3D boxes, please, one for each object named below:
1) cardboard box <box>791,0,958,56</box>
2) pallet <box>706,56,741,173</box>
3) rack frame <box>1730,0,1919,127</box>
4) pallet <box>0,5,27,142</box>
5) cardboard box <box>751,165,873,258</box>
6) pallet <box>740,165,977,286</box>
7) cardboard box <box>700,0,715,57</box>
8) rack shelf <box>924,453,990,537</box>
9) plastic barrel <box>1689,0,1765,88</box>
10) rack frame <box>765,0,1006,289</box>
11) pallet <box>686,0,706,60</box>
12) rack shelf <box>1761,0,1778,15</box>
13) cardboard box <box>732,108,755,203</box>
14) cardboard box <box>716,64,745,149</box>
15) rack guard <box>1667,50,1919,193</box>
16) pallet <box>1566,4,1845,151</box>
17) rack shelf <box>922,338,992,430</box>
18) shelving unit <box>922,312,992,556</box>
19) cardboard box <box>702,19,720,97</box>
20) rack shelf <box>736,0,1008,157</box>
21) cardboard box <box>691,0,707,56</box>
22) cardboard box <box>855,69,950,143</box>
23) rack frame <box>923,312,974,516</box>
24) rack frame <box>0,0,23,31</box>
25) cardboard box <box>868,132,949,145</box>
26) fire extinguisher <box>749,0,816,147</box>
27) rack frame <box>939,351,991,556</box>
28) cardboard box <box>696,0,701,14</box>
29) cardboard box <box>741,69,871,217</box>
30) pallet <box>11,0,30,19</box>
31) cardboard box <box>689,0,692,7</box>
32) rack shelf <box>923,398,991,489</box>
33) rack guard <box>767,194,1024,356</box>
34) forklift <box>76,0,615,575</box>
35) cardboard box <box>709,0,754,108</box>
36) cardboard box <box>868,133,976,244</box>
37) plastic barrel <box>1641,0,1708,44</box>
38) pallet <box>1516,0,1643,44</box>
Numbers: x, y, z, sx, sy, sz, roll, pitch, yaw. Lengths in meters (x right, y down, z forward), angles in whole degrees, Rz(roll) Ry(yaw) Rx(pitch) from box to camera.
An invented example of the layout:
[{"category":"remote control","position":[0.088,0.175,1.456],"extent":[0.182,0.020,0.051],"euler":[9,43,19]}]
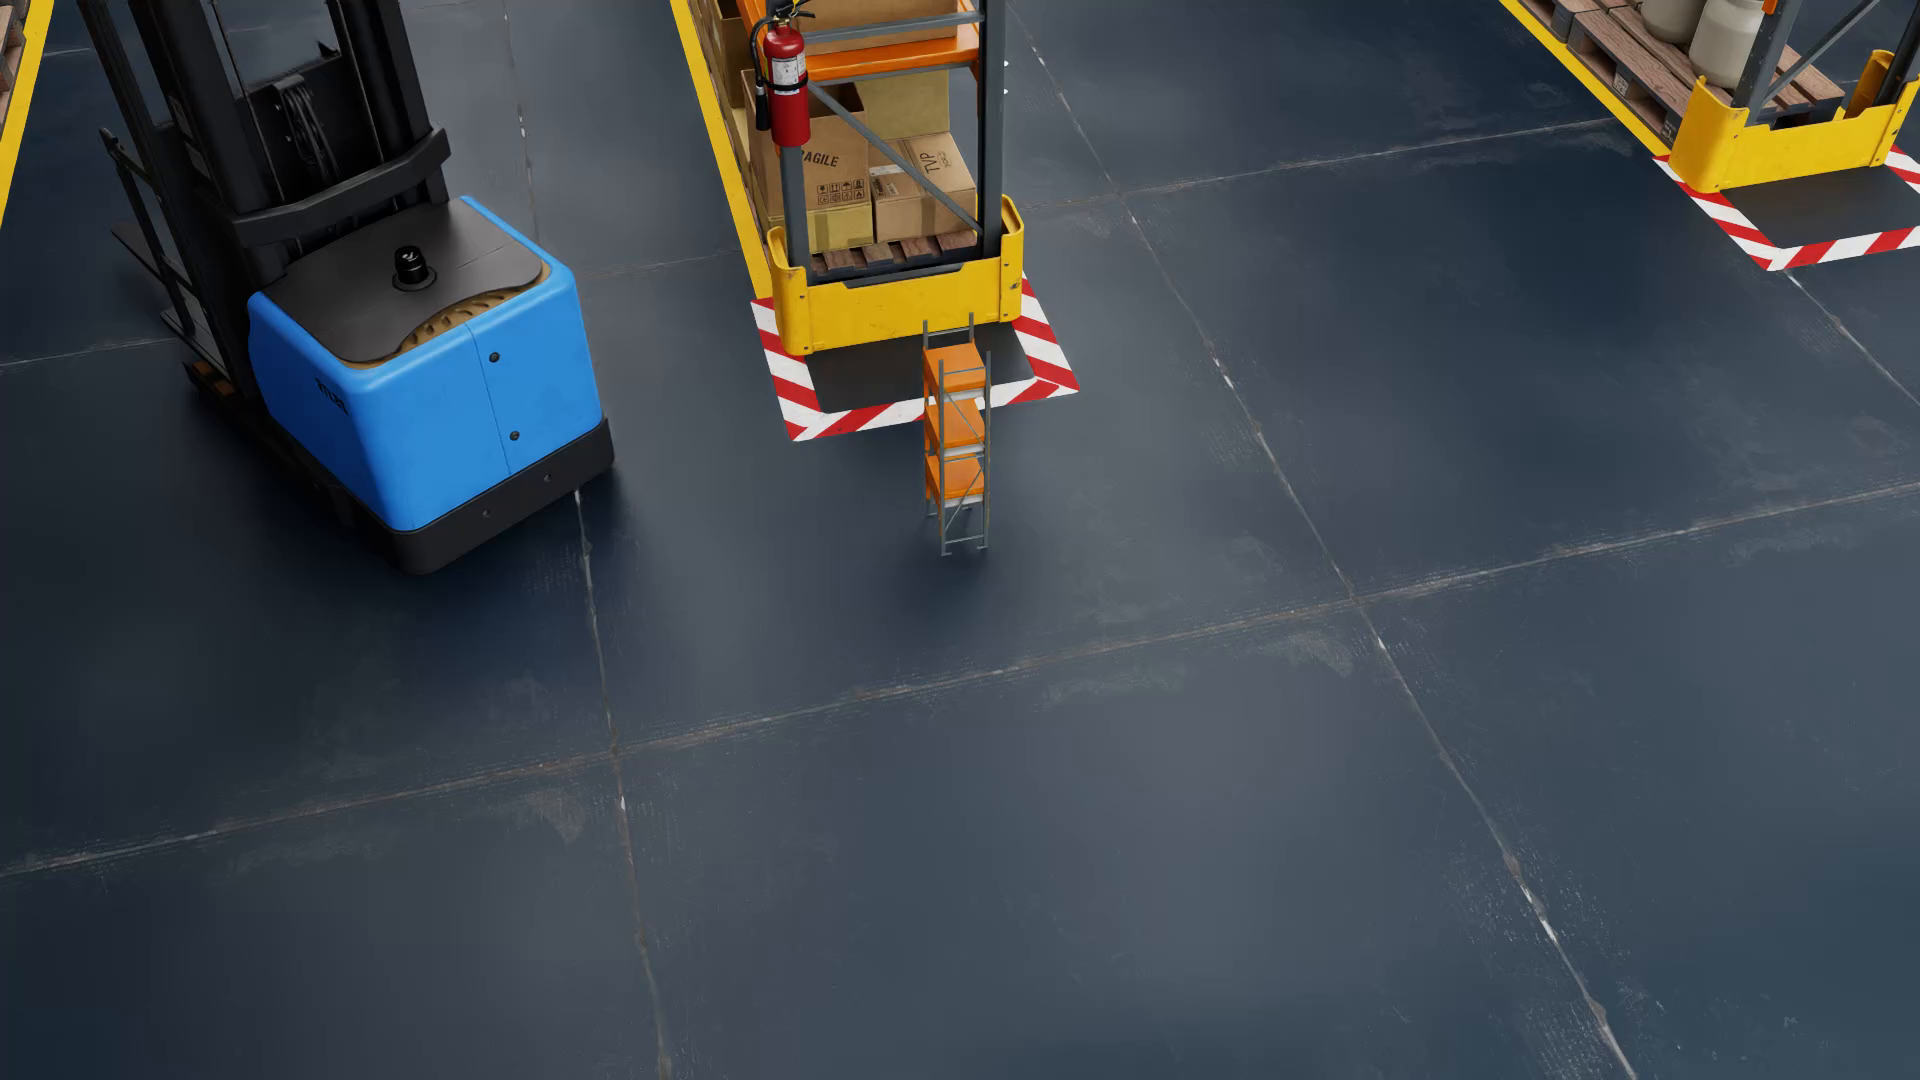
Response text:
[{"category":"cardboard box","position":[-0.411,-2.511,7.291],"extent":[0.700,0.500,0.500],"euler":[-11,47,-10]},{"category":"pallet","position":[-0.849,-2.536,9.339],"extent":[1.003,0.211,1.213],"euler":[-11,47,-10]},{"category":"rack frame","position":[4.486,-3.054,7.894],"extent":[1.000,3.000,0.127],"euler":[-11,47,-10]},{"category":"pallet","position":[-5.909,-2.571,9.373],"extent":[1.003,0.211,1.213],"euler":[-11,47,-10]},{"category":"cardboard box","position":[-0.727,-1.652,8.151],"extent":[0.500,0.250,0.500],"euler":[-11,47,-10]},{"category":"pallet","position":[-0.540,-1.696,8.515],"extent":[1.003,0.211,1.213],"euler":[-11,47,-10]},{"category":"cardboard box","position":[-1.126,-2.947,8.895],"extent":[0.500,0.500,0.500],"euler":[-11,47,-10]},{"category":"rack shelf","position":[-0.014,-0.202,6.868],"extent":[0.215,0.259,0.240],"euler":[-11,47,-10]},{"category":"plastic barrel","position":[4.243,-2.771,9.064],"extent":[0.421,0.512,0.421],"euler":[0,46,0]},{"category":"rack frame","position":[-0.304,-2.151,7.009],"extent":[1.000,3.000,0.127],"euler":[-11,47,-10]},{"category":"pallet","position":[-1.165,-3.380,10.166],"extent":[1.003,0.211,1.213],"euler":[-11,47,-10]},{"category":"rack shelf","position":[3.974,-4.183,9.504],"extent":[1.077,0.370,4.000],"euler":[-11,47,-10]},{"category":"cardboard box","position":[-0.866,-1.995,8.487],"extent":[0.500,0.250,0.500],"euler":[-11,47,-10]},{"category":"cardboard box","position":[-0.996,-2.340,8.825],"extent":[0.500,0.250,0.500],"euler":[-11,47,-10]},{"category":"rack guard","position":[4.421,-2.223,8.830],"extent":[1.175,0.500,0.348],"euler":[-11,47,-10]},{"category":"pallet","position":[4.218,-2.684,9.483],"extent":[1.003,0.211,1.213],"euler":[-11,47,-10]},{"category":"rack shelf","position":[-0.014,-0.596,6.467],"extent":[0.215,0.259,0.240],"euler":[-11,47,-10]},{"category":"shelving unit","position":[-0.014,-0.404,6.662],"extent":[0.215,1.050,0.252],"euler":[-11,47,-10]},{"category":"cardboard box","position":[-1.122,-2.686,9.164],"extent":[0.500,0.250,0.500],"euler":[-11,47,-10]},{"category":"rack shelf","position":[-0.816,-3.280,8.619],"extent":[1.077,0.370,4.000],"euler":[-11,47,-10]},{"category":"cardboard box","position":[-1.256,-3.030,9.501],"extent":[0.500,0.250,0.500],"euler":[-11,47,-10]},{"category":"cardboard box","position":[-0.356,-2.354,8.314],"extent":[0.500,0.500,0.500],"euler":[-11,47,-10]},{"category":"rack frame","position":[-0.045,-0.489,6.745],"extent":[0.200,1.050,0.008],"euler":[-11,47,-10]},{"category":"rack frame","position":[-6.115,-4.005,8.825],"extent":[1.000,3.000,0.127],"euler":[-11,47,-10]},{"category":"cardboard box","position":[-0.357,-2.091,8.581],"extent":[0.500,0.250,0.500],"euler":[-11,47,-10]},{"category":"fire extinguisher","position":[-0.722,-1.958,6.873],"extent":[0.296,0.674,0.183],"euler":[-11,47,-10]},{"category":"rack frame","position":[0.018,-0.320,6.579],"extent":[0.200,1.050,0.008],"euler":[-11,47,-10]},{"category":"cardboard box","position":[-1.255,-3.292,9.233],"extent":[0.500,0.500,0.500],"euler":[-11,47,-10]},{"category":"cardboard box","position":[-0.729,-1.914,7.883],"extent":[0.500,0.500,0.500],"euler":[-11,47,-10]},{"category":"pallet","position":[-6.316,-3.566,10.348],"extent":[1.003,0.211,1.213],"euler":[-11,47,-10]},{"category":"cardboard box","position":[-1.379,-3.376,9.840],"extent":[0.500,0.250,0.500],"euler":[-11,47,-10]},{"category":"rack shelf","position":[-0.014,-0.397,6.670],"extent":[0.215,0.259,0.240],"euler":[-11,47,-10]},{"category":"rack guard","position":[-0.297,-1.260,7.885],"extent":[1.175,0.500,0.348],"euler":[-11,47,-10]},{"category":"forklift","position":[-2.900,-1.831,6.743],"extent":[1.130,2.935,3.031],"euler":[-35,55,-30]},{"category":"cardboard box","position":[-0.999,-2.602,8.557],"extent":[0.500,0.500,0.500],"euler":[-11,47,-10]},{"category":"cardboard box","position":[-0.226,-1.747,8.244],"extent":[0.500,0.250,0.500],"euler":[-11,47,-10]},{"category":"plastic barrel","position":[4.115,-3.117,9.403],"extent":[0.421,0.512,0.421],"euler":[0,46,0]},{"category":"pallet","position":[3.909,-3.525,10.307],"extent":[1.003,0.211,1.213],"euler":[-11,47,-10]}]
